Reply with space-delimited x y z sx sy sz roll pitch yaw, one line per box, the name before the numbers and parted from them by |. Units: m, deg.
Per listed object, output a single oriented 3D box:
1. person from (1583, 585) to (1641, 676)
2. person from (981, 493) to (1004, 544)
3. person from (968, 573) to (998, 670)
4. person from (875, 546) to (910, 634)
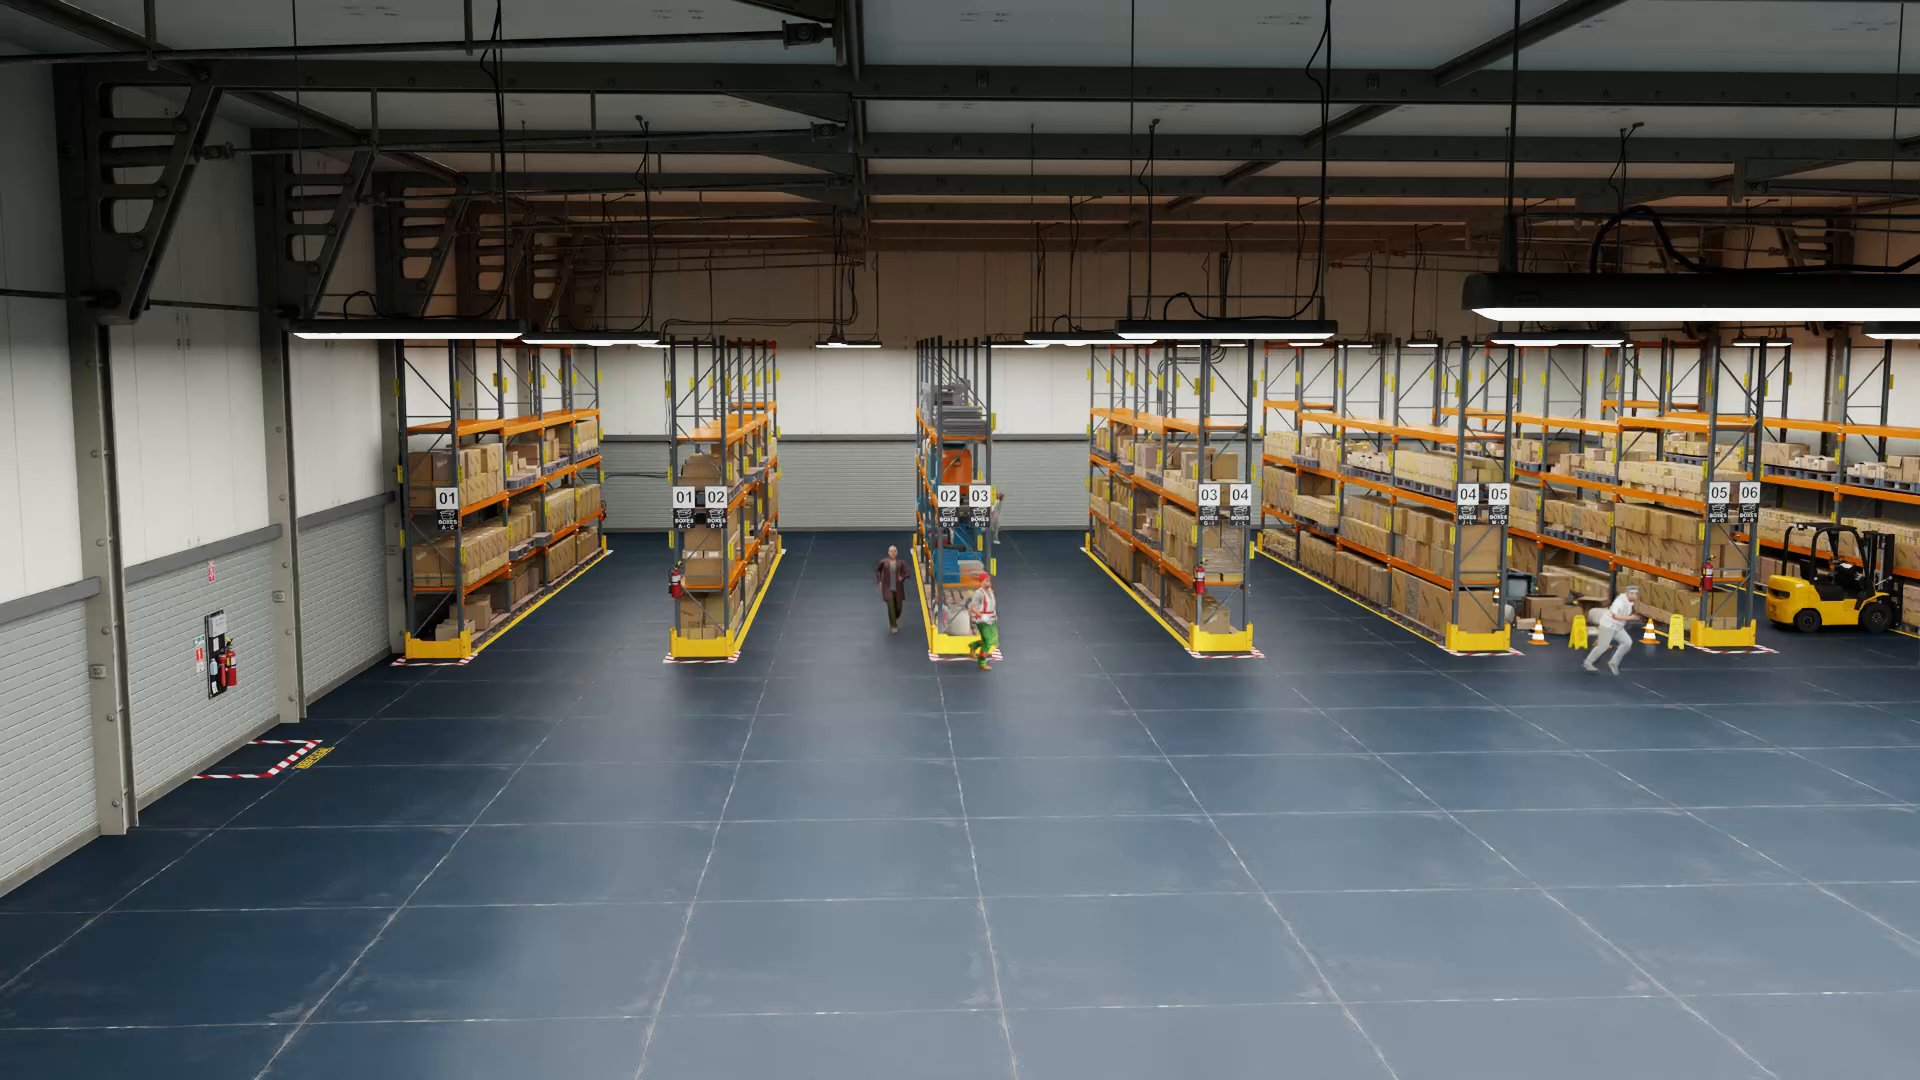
person | 11.579 1.599 29.458 1.013 1.675 0.702 6 9 44
person | 0.920 -0.643 49.580 0.810 1.545 0.539 0 6 -2
person | 0.414 1.456 29.990 0.668 1.749 0.687 5 8 35
person | -1.368 0.995 33.935 0.708 1.750 0.884 -1 7 -5
